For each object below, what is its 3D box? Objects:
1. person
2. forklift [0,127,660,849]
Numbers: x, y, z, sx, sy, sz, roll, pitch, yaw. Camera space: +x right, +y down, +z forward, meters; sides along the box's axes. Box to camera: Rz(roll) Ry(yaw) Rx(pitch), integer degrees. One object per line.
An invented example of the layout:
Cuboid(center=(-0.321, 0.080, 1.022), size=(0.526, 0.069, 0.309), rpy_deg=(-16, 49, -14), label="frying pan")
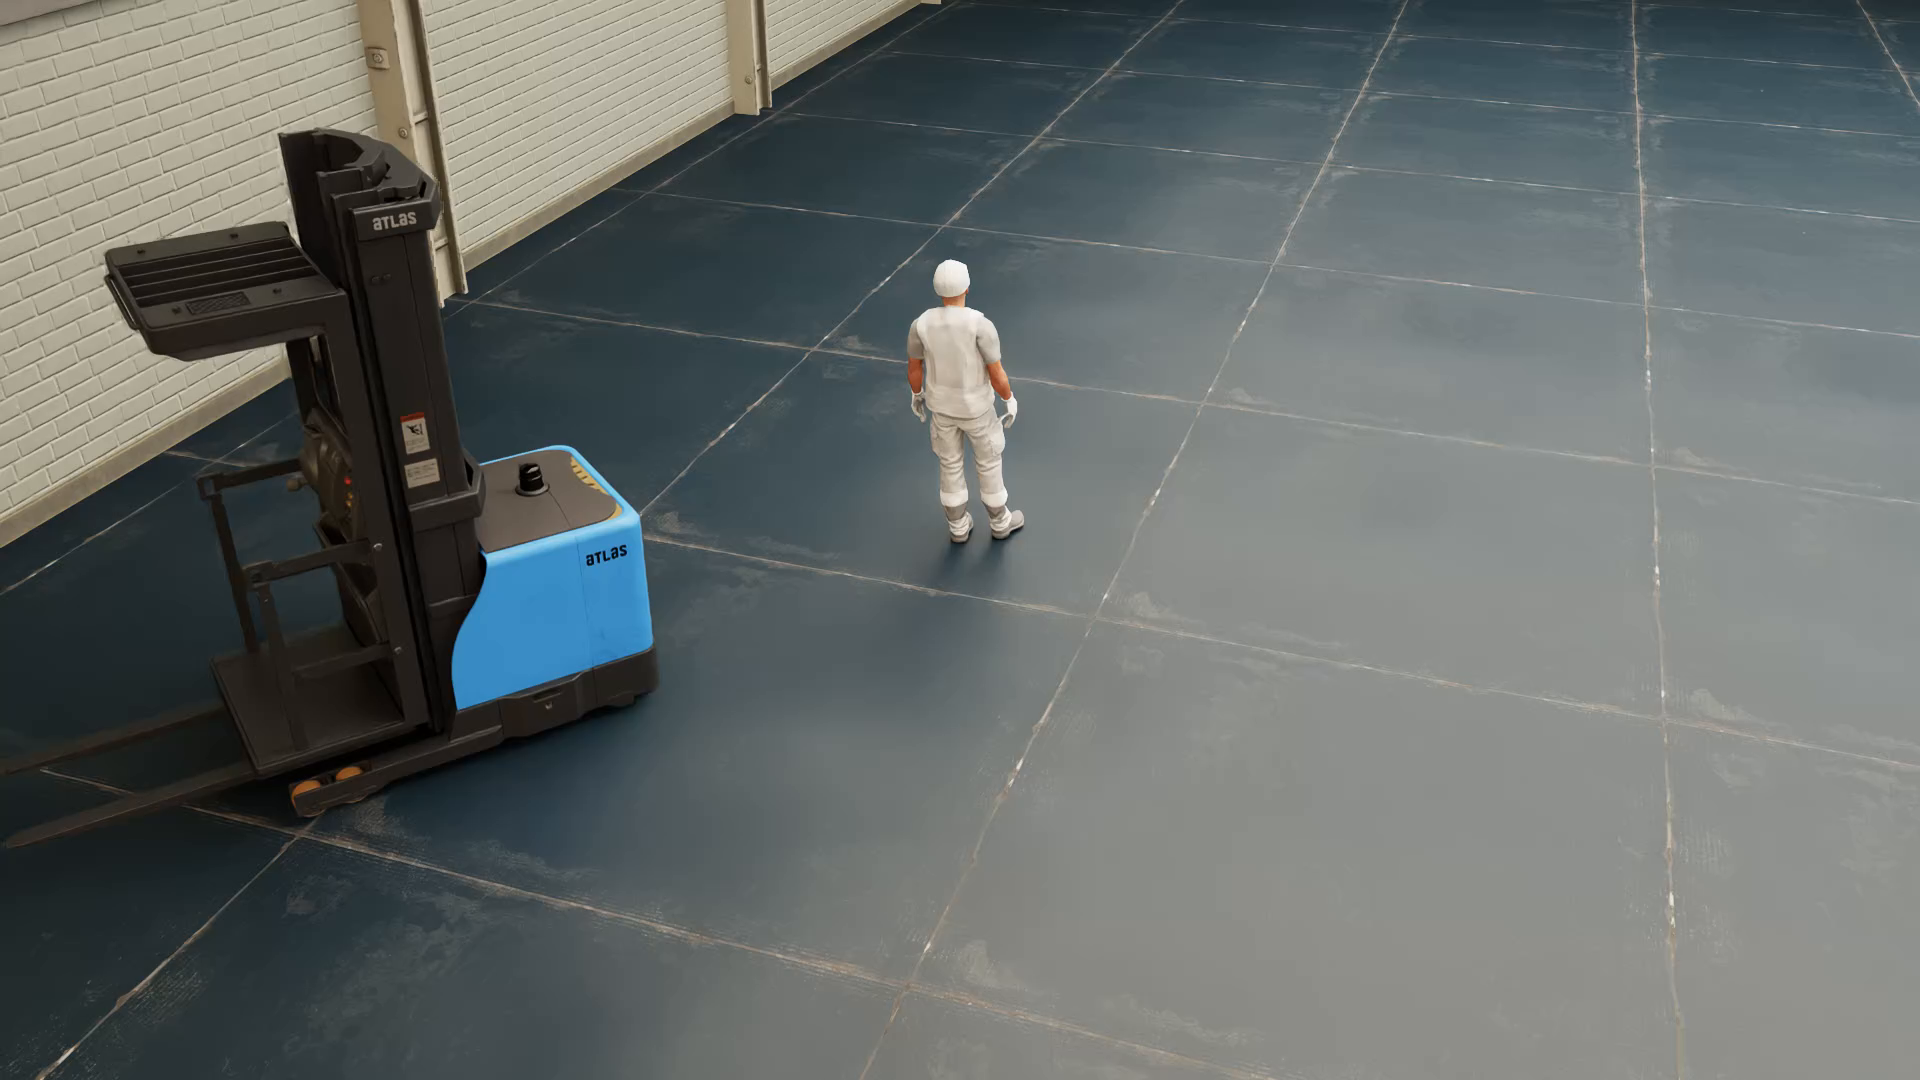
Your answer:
Cuboid(center=(0.038, -0.820, 9.712), size=(0.637, 1.790, 0.562), rpy_deg=(10, 31, 16), label="person")
Cuboid(center=(-3.080, -0.272, 7.615), size=(3.031, 2.935, 1.130), rpy_deg=(-18, 34, -28), label="forklift")
